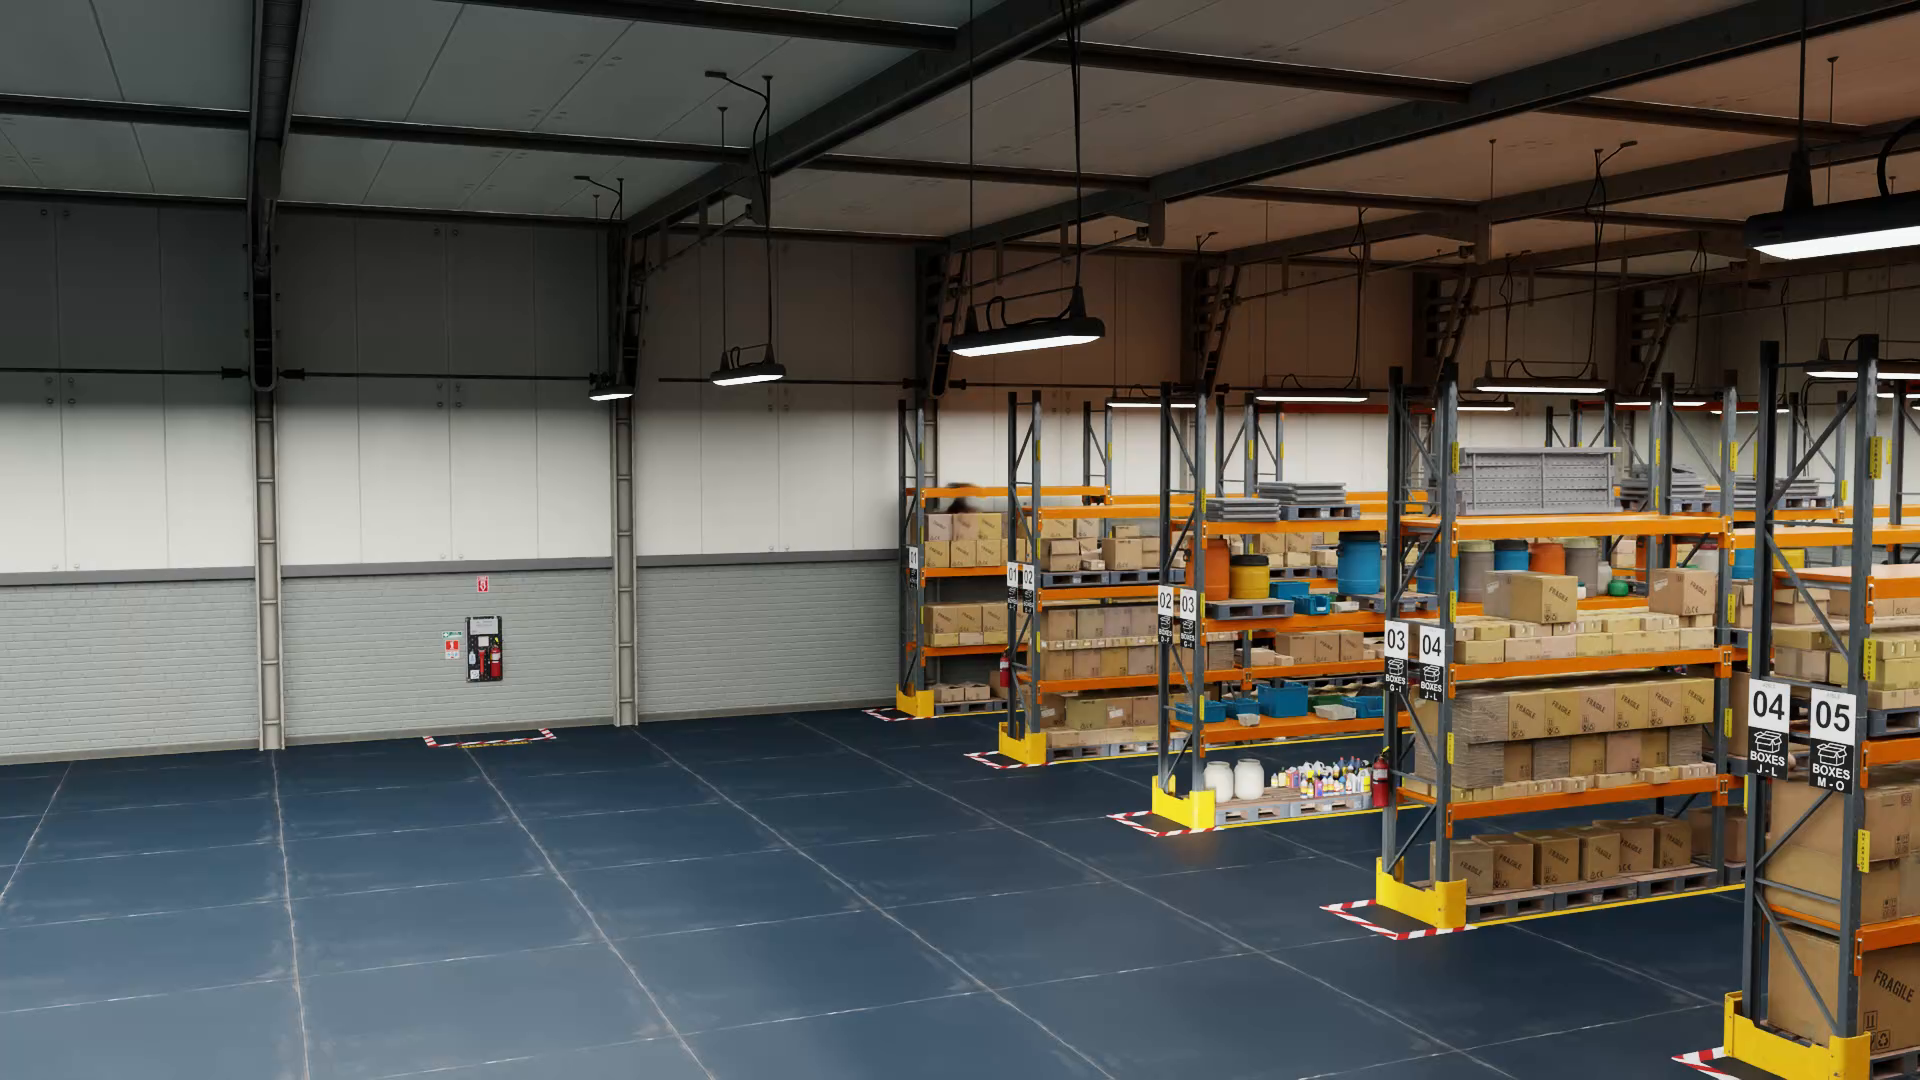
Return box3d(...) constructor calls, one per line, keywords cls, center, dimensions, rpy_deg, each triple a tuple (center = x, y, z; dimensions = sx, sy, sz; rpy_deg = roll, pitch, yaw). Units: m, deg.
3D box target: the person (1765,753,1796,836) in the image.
box3d(cls="person", center=(8.992, 3.210, 18.262), dimensions=(0.657, 1.772, 0.632), rpy_deg=(-1, 3, -12))
